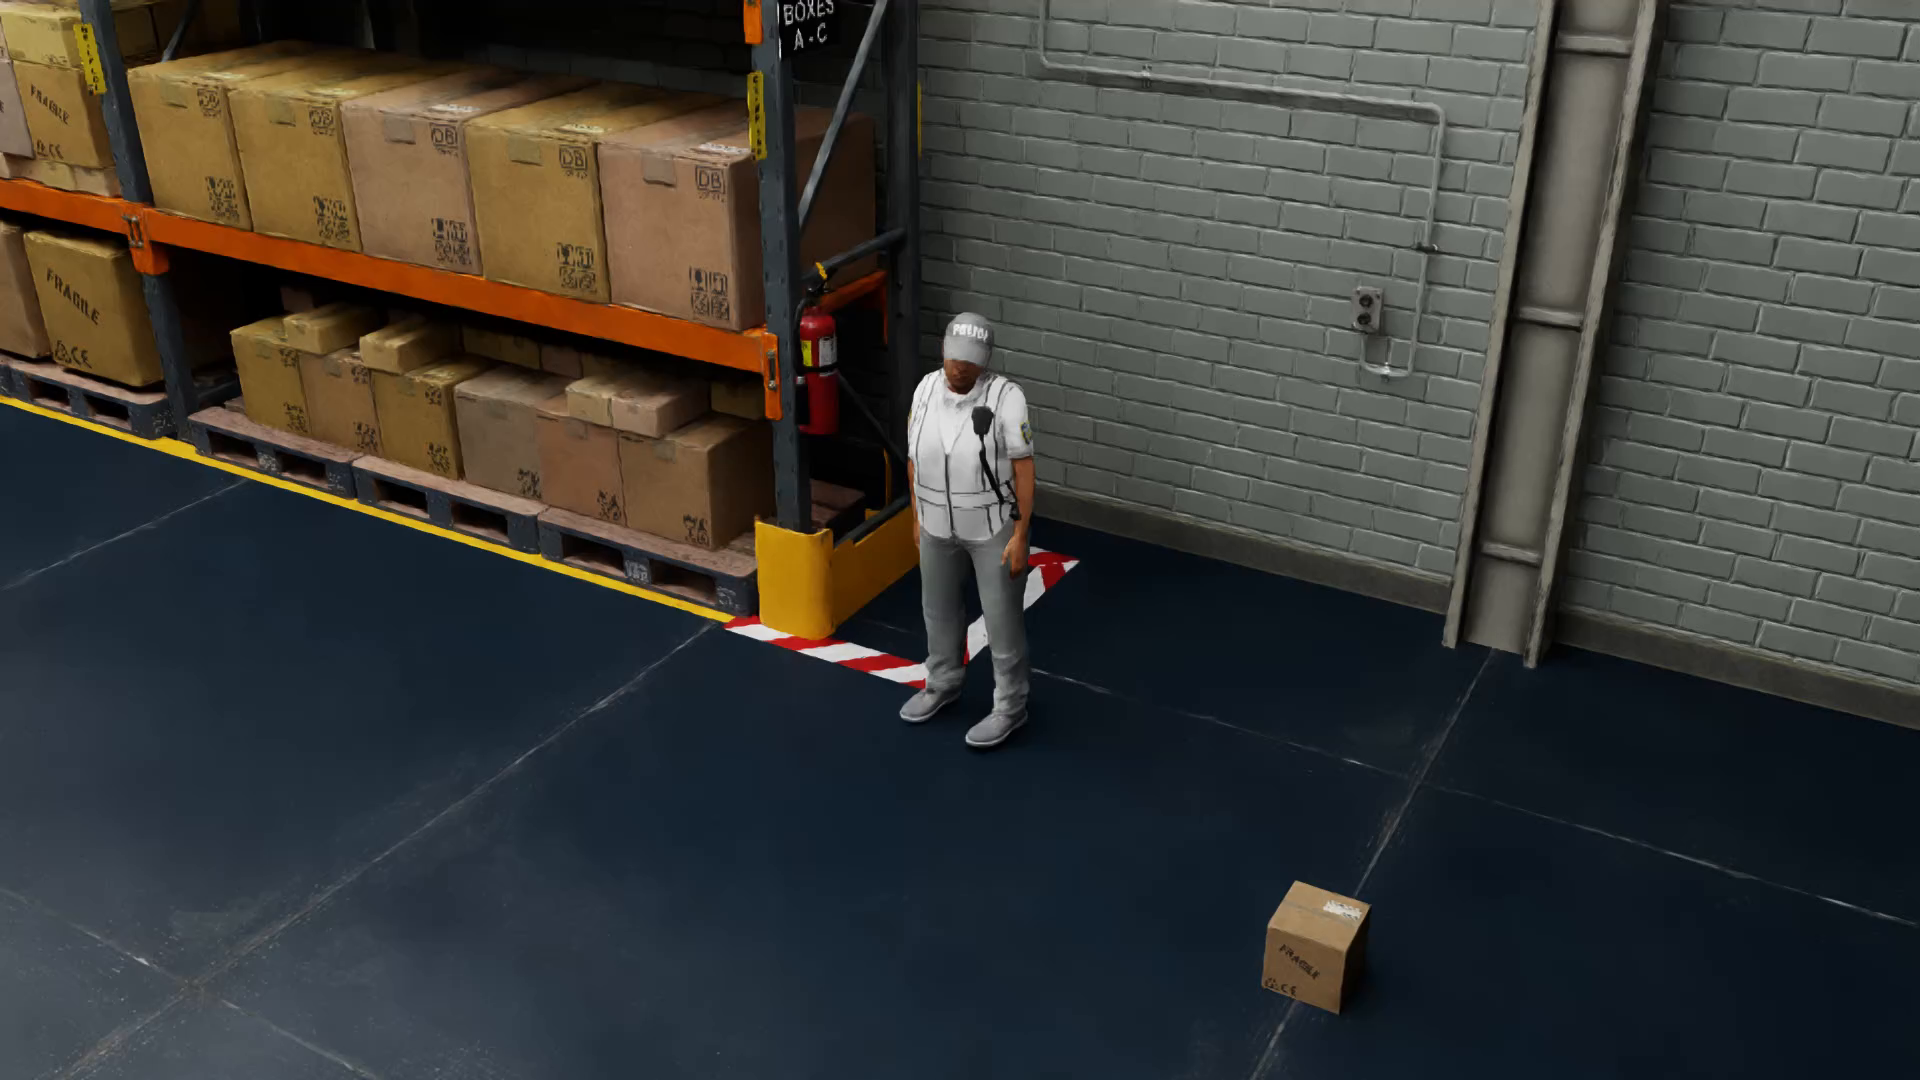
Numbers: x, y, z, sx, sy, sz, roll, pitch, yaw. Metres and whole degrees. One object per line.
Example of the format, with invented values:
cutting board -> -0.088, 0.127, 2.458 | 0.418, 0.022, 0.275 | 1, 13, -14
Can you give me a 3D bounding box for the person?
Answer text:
person -> 0.037, -0.044, 6.157 | 0.520, 1.672, 0.399 | 12, 29, 23
